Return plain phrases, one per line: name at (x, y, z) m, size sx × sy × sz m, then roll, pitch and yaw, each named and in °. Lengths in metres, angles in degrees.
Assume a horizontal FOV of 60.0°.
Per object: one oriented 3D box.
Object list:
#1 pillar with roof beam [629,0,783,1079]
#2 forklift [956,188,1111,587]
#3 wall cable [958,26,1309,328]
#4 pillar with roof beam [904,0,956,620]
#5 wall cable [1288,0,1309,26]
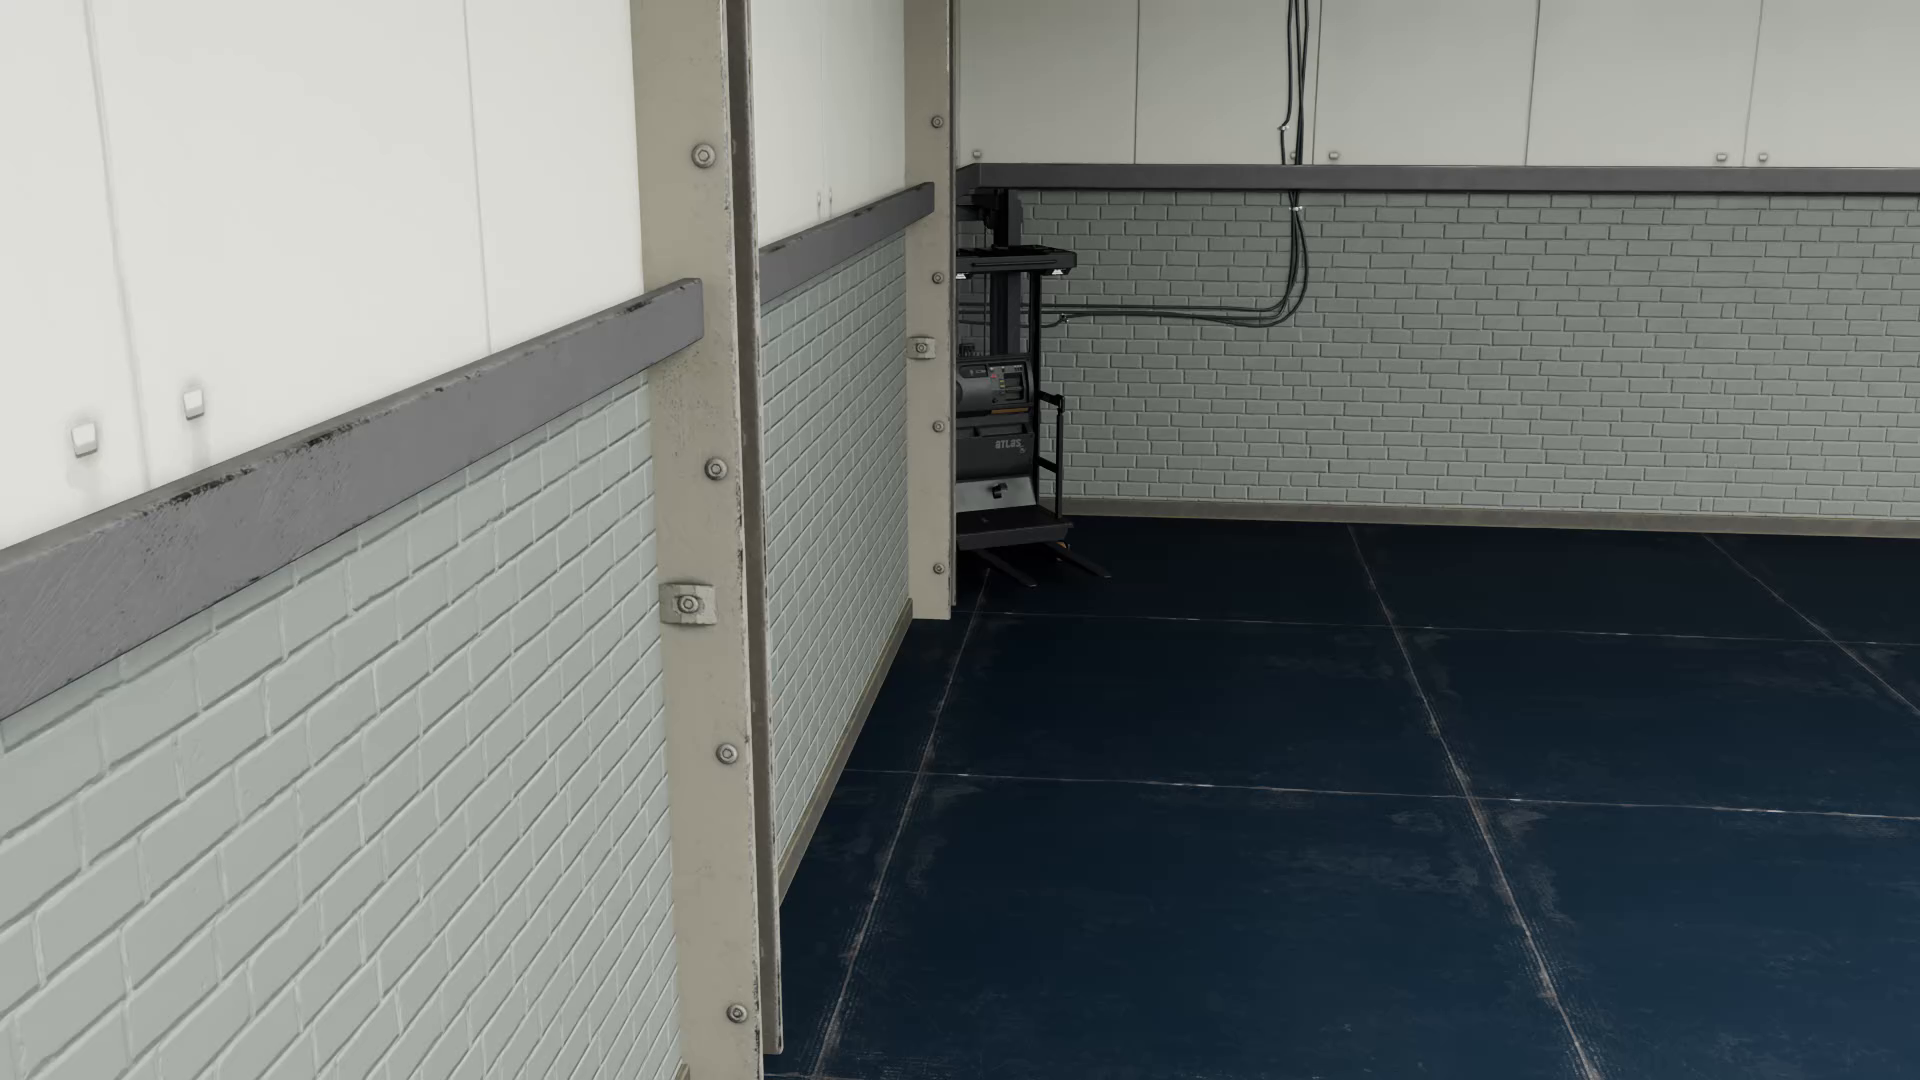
pillar with roof beam at (3.396, -2.142, 4.843) m, size 9.100 × 9.000 × 0.400 m, roll 2°, pitch 15°, yaw 6°
forklift at (0.237, -1.264, 13.220) m, size 1.130 × 2.935 × 3.031 m, roll -6°, pitch 16°, yaw -22°
wall cable at (1.442, -3.051, 14.154) m, size 3.097 × 2.526 × 0.112 m, roll 2°, pitch 15°, yaw 6°
pillar with roof beam at (4.073, -3.698, 10.598) m, size 9.100 × 9.000 × 0.400 m, roll 2°, pitch 15°, yaw 6°
wall cable at (4.130, -5.409, 13.200) m, size 3.097 × 2.526 × 0.112 m, roll 2°, pitch 15°, yaw 6°
